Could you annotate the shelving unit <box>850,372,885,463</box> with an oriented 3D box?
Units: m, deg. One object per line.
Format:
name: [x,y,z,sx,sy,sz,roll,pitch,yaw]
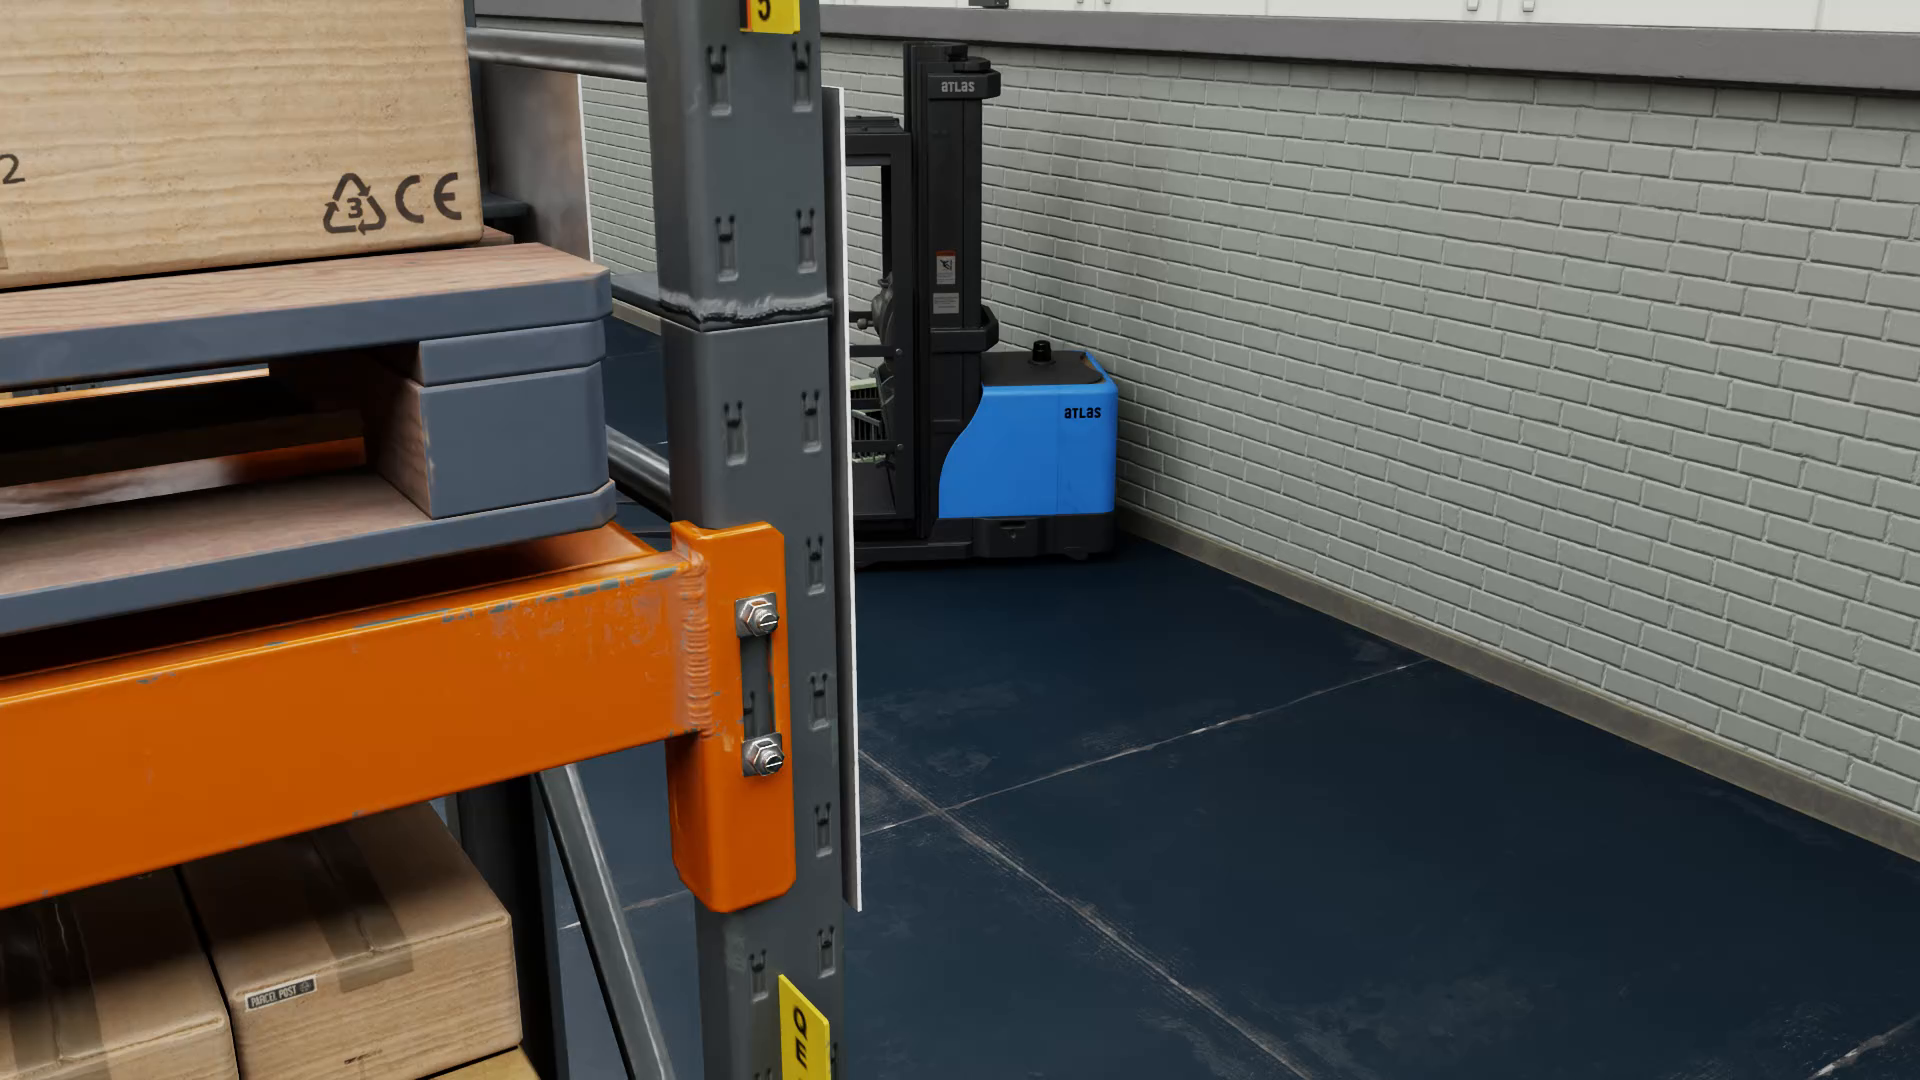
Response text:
shelving unit: [-0.611,-0.849,12.028,0.755,0.431,1.500,-10,20,-30]

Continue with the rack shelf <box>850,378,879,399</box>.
rack shelf: [-0.814,-0.947,12.347,0.720,0.431,0.370,-10,20,-30]

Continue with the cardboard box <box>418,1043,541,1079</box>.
cardboard box: [-0.710,0.730,1.683,0.500,0.500,0.500,-11,22,-30]

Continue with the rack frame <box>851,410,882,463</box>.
rack frame: [-0.924,-0.792,11.847,0.023,0.400,1.500,-10,20,-30]

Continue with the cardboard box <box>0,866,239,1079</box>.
cardboard box: [-0.827,0.442,1.522,0.250,0.149,0.380,-11,22,-30]

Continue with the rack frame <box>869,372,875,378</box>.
rack frame: [-0.299,-0.907,12.210,0.023,0.400,1.500,-10,20,-30]

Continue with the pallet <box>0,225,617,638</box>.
pallet: [-1.052,-0.143,1.438,1.213,0.211,1.003,-12,22,-31]

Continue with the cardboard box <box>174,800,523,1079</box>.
cardboard box: [-0.628,0.391,1.674,0.250,0.149,0.380,-12,22,-31]

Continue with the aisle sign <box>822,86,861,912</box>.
aisle sign: [-0.208,-0.058,1.675,0.004,0.787,0.394,-12,22,-31]

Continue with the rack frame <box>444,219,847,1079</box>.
rack frame: [-0.438,1.103,2.299,0.127,3.000,1.000,-12,22,-31]

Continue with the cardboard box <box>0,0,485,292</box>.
cardboard box: [-0.764,-0.390,1.454,0.500,0.250,0.500,-14,23,-36]

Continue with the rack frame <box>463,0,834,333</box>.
rack frame: [-0.438,-1.739,1.338,0.127,3.000,1.000,-12,22,-31]

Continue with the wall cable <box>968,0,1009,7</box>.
wall cable: [0.730,-5.988,8.883,0.120,5.999,2.277,-12,22,-31]

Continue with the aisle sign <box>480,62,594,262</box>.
aisle sign: [-0.537,-0.219,2.150,0.004,0.787,0.394,-12,22,-31]

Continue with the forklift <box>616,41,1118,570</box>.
forklift: [-0.623,-1.369,9.718,3.031,2.935,1.130,-2,19,-5]

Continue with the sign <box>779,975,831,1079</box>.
sign: [-0.151,0.590,1.639,0.005,0.325,0.100,-12,22,-31]

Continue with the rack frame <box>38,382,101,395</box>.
rack frame: [-3.245,-0.203,6.163,0.127,3.000,1.000,-12,22,-31]

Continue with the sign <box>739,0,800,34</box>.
sign: [-0.151,-0.552,1.253,0.005,0.325,0.100,-12,22,-31]

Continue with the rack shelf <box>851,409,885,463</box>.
rack shelf: [-0.442,-0.767,11.762,0.720,0.431,0.370,-10,20,-30]

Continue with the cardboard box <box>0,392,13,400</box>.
cardboard box: [-3.490,-0.718,5.504,0.500,0.500,0.500,-12,22,-32]

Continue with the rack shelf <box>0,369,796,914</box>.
rack shelf: [-2.108,0.375,0.892,4.000,0.370,1.077,-12,22,-31]

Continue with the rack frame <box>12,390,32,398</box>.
rack frame: [-5.888,-1.548,10.140,0.127,3.000,1.000,-12,22,-31]
